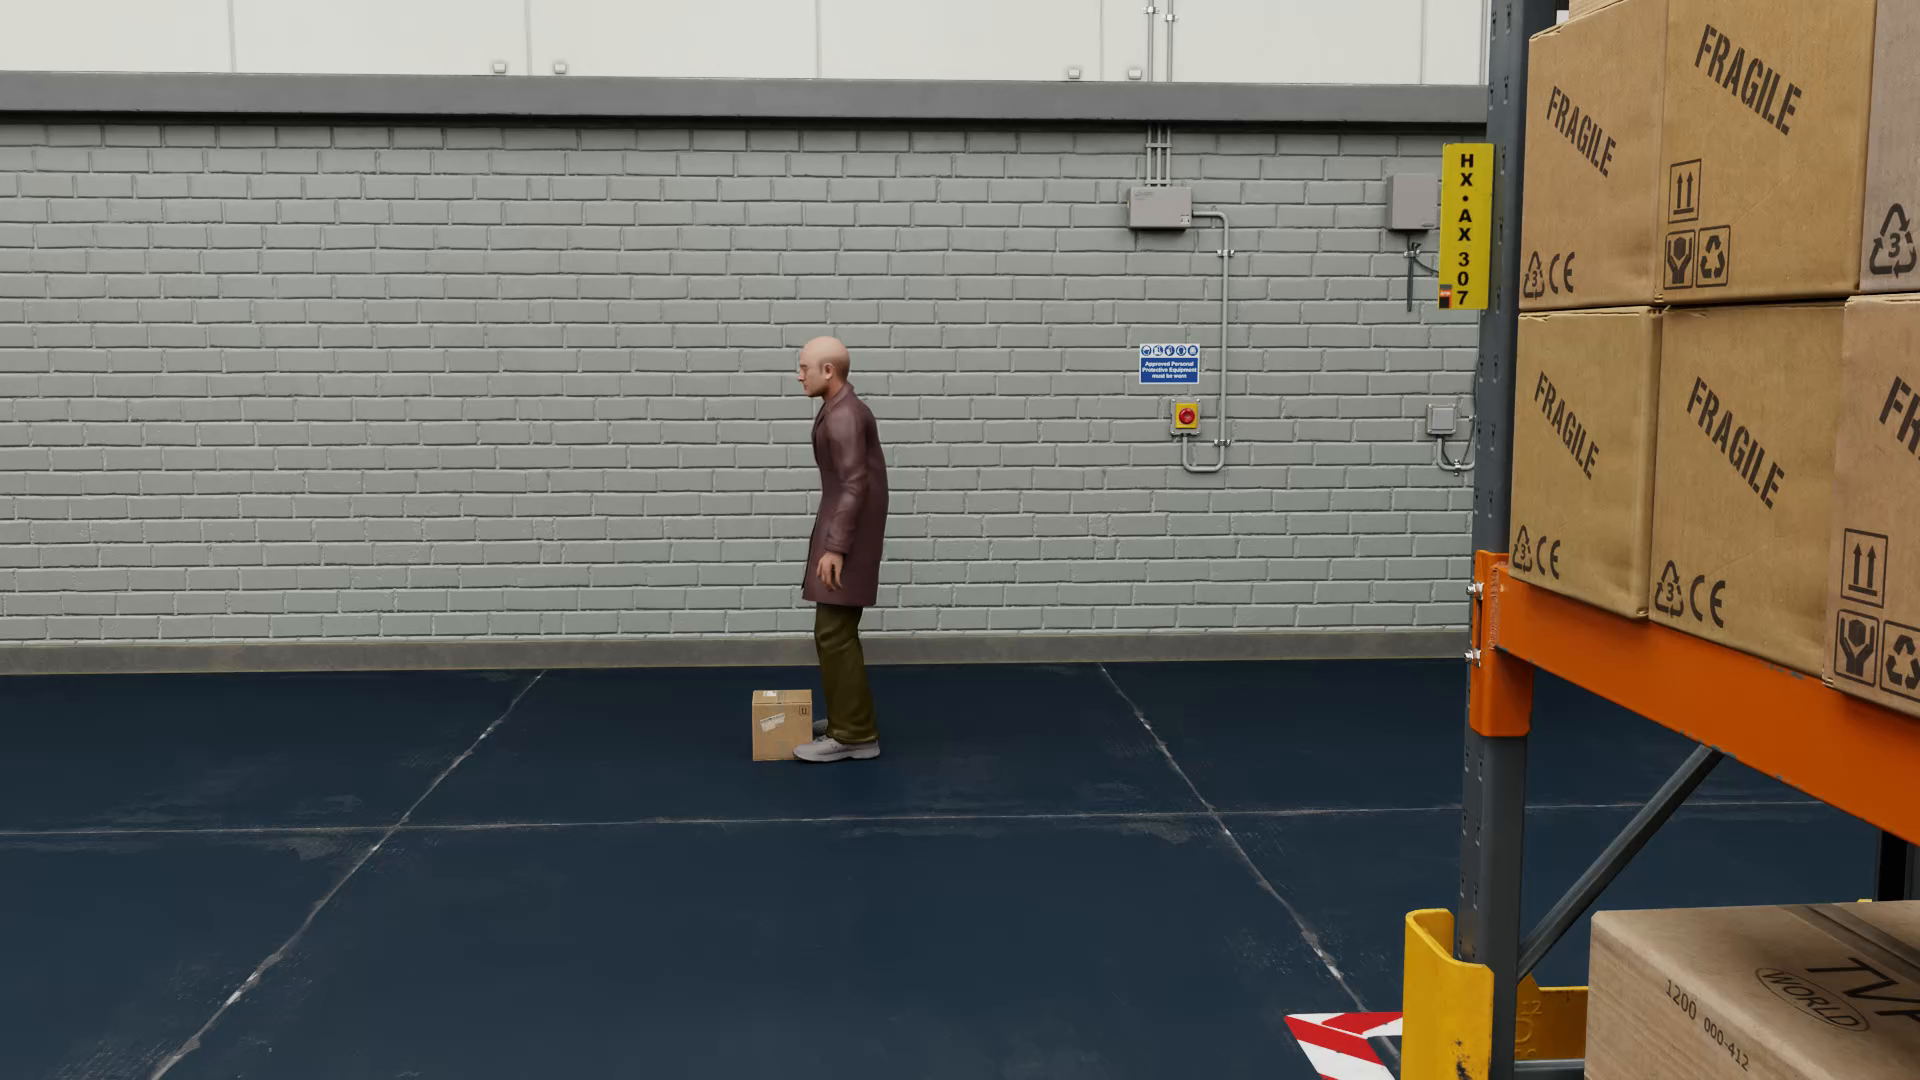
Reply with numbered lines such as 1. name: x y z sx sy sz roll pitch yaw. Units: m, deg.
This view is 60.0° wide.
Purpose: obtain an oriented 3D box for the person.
1. person: -0.509 0.031 7.034 0.416 1.774 0.655 -1 7 -5
